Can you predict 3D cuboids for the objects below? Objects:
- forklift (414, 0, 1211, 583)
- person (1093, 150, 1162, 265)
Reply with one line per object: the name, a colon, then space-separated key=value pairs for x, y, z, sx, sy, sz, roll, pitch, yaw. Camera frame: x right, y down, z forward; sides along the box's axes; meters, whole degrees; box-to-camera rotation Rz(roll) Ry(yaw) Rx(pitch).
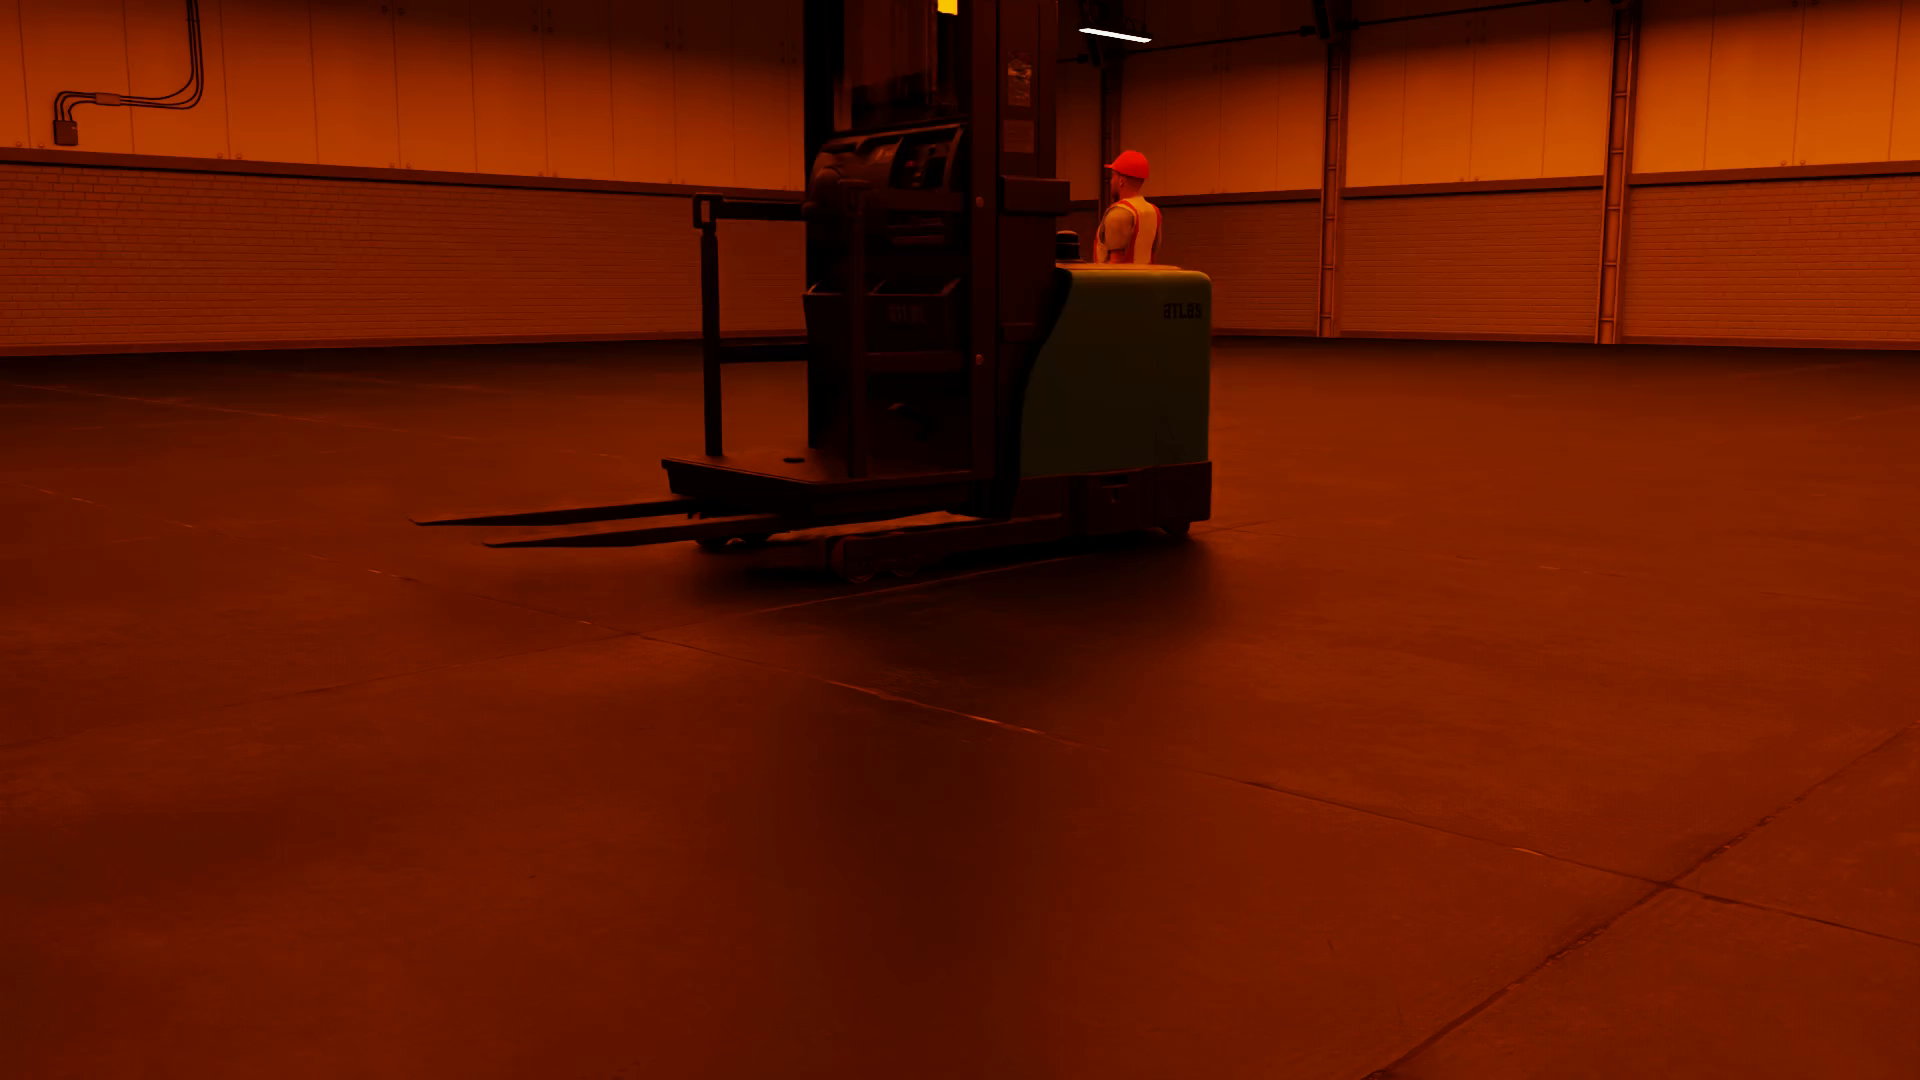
forklift: x=-0.449 y=-1.389 z=6.097 sx=3.031 sy=2.935 sz=1.130 roll=-7 pitch=11 yaw=-37
person: x=0.941 y=-1.355 z=9.711 sx=0.372 sy=1.794 sz=0.543 roll=6 pitch=10 yaw=33
